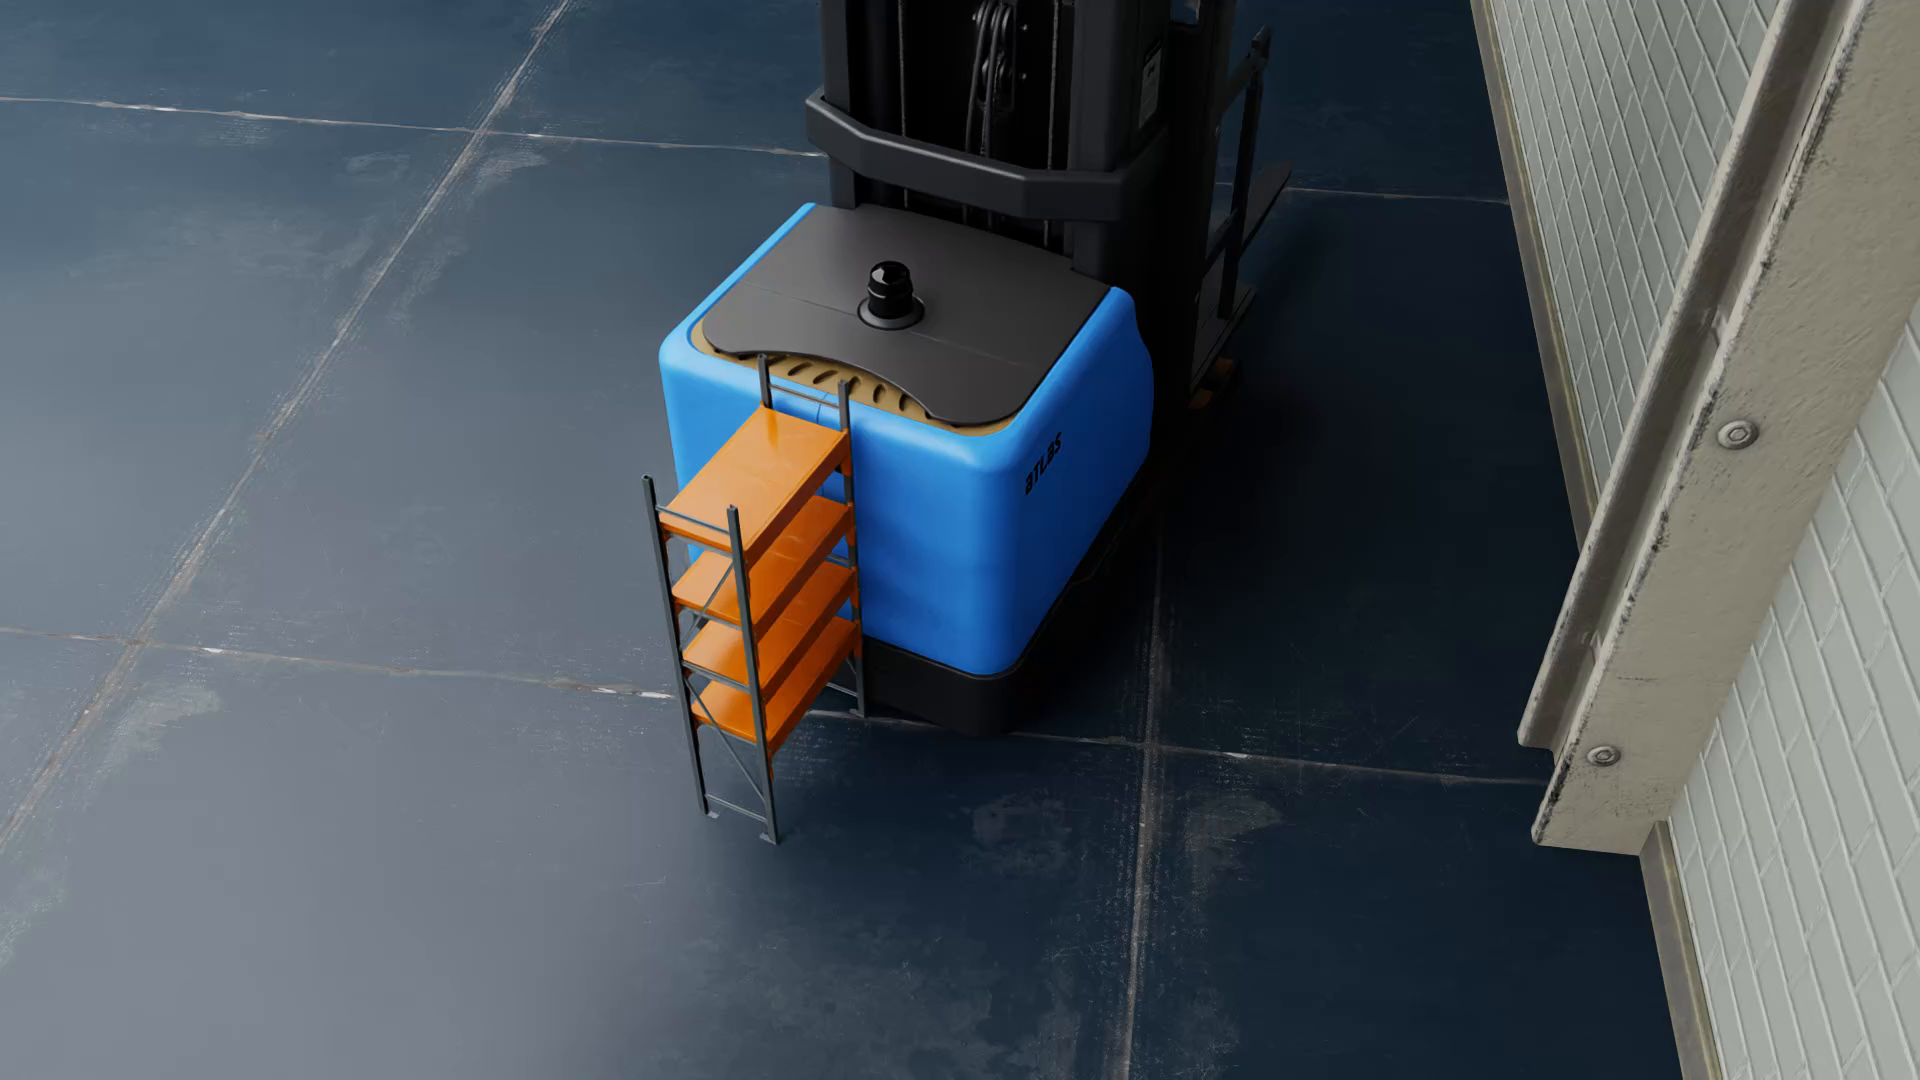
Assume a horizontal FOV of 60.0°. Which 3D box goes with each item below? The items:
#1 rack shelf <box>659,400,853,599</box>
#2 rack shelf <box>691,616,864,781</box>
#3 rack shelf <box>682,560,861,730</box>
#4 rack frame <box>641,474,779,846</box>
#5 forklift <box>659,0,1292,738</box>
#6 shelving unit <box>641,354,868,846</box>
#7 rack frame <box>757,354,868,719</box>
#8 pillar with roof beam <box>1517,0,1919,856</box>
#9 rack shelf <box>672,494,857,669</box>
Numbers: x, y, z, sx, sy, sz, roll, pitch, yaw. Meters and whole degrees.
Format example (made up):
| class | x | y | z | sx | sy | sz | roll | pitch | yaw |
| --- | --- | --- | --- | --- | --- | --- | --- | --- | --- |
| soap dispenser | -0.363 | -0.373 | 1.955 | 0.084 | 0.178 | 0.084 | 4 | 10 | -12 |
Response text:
| class | x | y | z | sx | sy | sz | roll | pitch | yaw |
| --- | --- | --- | --- | --- | --- | --- | --- | --- | --- |
| rack shelf | -0.481 | -0.104 | 3.916 | 0.258 | 0.148 | 0.480 | 19 | 47 | 19 |
| rack shelf | -0.481 | 0.374 | 4.369 | 0.258 | 0.148 | 0.480 | 19 | 47 | 19 |
| rack shelf | -0.481 | 0.230 | 4.232 | 0.258 | 0.148 | 0.480 | 19 | 47 | 19 |
| rack frame | -0.589 | 0.332 | 4.027 | 0.240 | 1.200 | 0.015 | 19 | 47 | 19 |
| forklift | 0.318 | -1.536 | 4.741 | 1.130 | 2.935 | 3.031 | 19 | 47 | 19 |
| shelving unit | -0.481 | 0.181 | 4.186 | 0.258 | 1.200 | 0.503 | 19 | 47 | 19 |
| rack frame | -0.373 | 0.031 | 4.345 | 0.240 | 1.200 | 0.015 | 19 | 47 | 19 |
| pillar with roof beam | -2.570 | -2.976 | 1.848 | 9.100 | 9.000 | 0.400 | 5 | 44 | 6 |
| rack shelf | -0.481 | 0.068 | 4.078 | 0.258 | 0.148 | 0.480 | 19 | 47 | 19 |
